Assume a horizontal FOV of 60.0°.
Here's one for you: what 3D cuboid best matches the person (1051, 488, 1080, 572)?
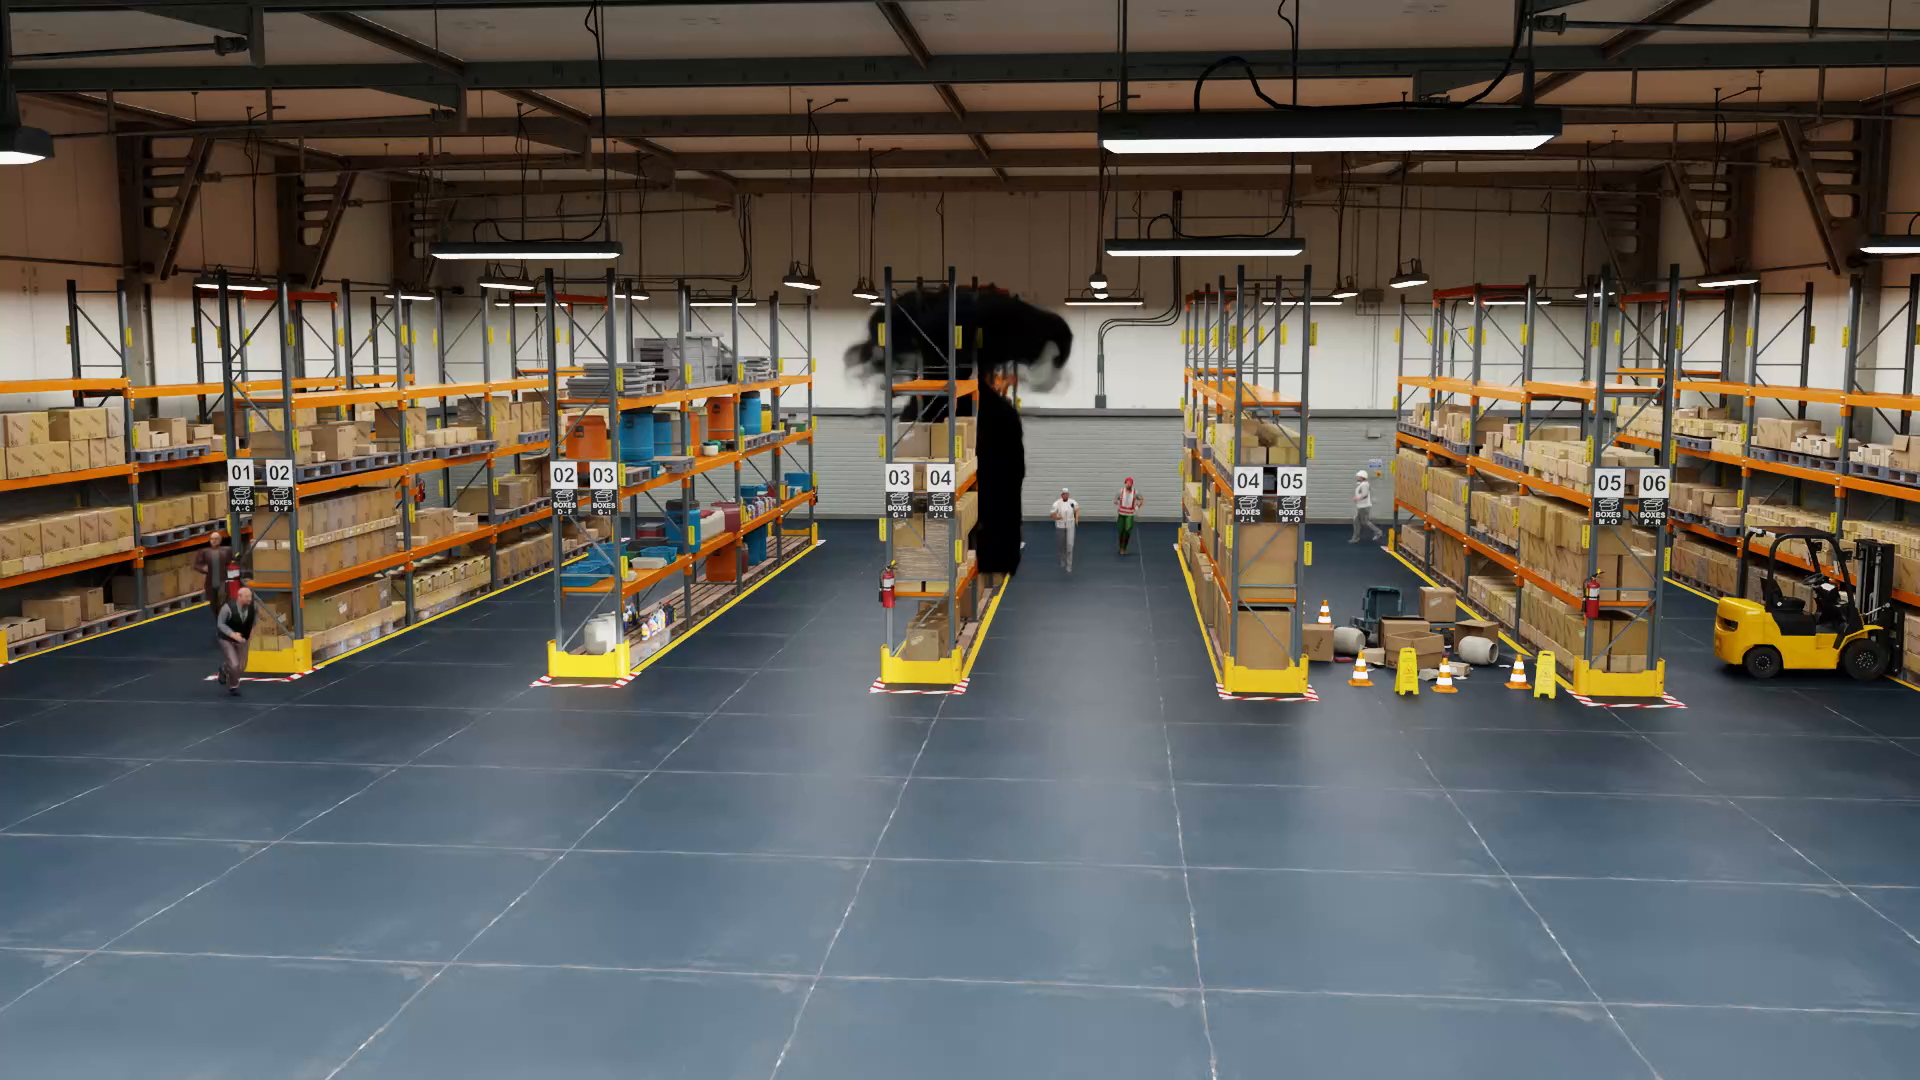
[{"bbox_3d":[2.164,-0.227,34.250,0.602,1.700,0.898,0,7,3],"label":"person"}]

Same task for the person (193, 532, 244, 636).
[{"bbox_3d":[-12.272,0.828,27.518,0.709,1.781,0.839,-1,7,-7],"label":"person"}]

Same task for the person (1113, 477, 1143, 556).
[{"bbox_3d":[3.872,-0.542,38.504,0.652,1.831,0.739,2,7,17],"label":"person"}]

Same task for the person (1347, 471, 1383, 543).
[{"bbox_3d":[9.883,-0.787,40.438,0.845,1.800,0.663,1,7,10],"label":"person"}]

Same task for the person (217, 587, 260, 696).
[{"bbox_3d":[-10.153,1.407,23.374,0.823,1.557,0.671,5,9,37],"label":"person"}]
